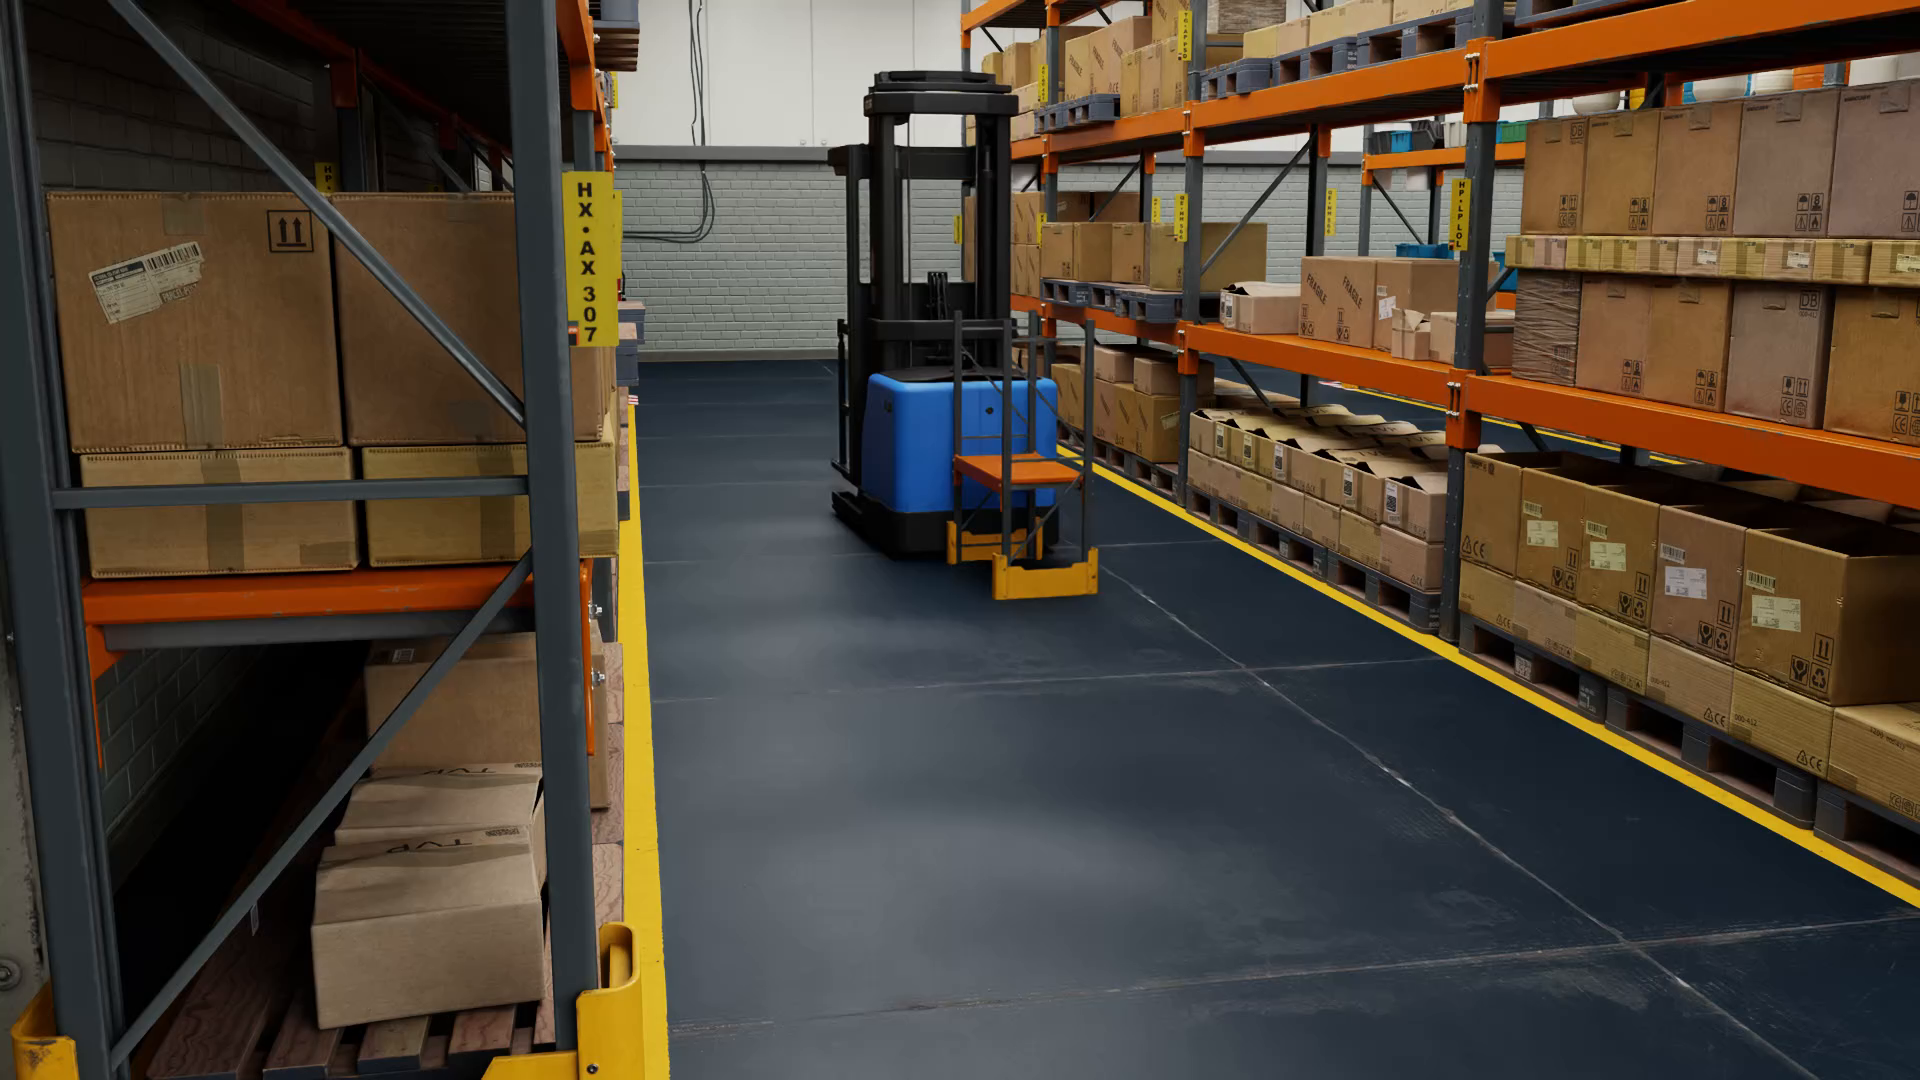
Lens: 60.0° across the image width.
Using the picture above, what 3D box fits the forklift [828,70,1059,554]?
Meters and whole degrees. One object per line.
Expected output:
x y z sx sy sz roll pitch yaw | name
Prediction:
-0.266 -1.590 11.214 1.130 2.935 3.031 -3 11 -15 | forklift

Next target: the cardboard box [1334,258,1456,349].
2.515 -1.377 9.641 0.500 0.500 0.500 -2 11 -11 | cardboard box

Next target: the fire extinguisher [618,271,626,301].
-3.920 -2.841 18.805 0.296 0.674 0.183 -2 11 -11 | fire extinguisher

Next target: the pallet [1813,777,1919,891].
3.437 0.967 5.052 1.003 0.211 1.213 -2 11 -11 | pallet

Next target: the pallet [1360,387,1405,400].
5.496 -1.856 19.881 1.003 0.211 1.213 -2 11 -11 | pallet

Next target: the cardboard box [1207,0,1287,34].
1.992 -3.826 11.809 0.500 0.500 0.500 -2 11 -11 | cardboard box

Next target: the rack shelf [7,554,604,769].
-1.621 -0.097 5.107 1.077 0.370 4.000 -2 11 -11 | rack shelf

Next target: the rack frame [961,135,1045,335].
0.515 -3.199 19.480 1.000 3.000 0.127 -2 11 -11 | rack frame

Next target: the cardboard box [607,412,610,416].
-1.130 -0.215 4.153 0.500 0.250 0.500 -2 11 -13 | cardboard box

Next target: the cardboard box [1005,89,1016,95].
0.743 -4.373 16.694 0.500 0.250 0.500 -2 11 -11 | cardboard box

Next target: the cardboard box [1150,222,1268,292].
1.838 -2.098 12.308 0.700 0.500 0.500 -6 12 -30 | cardboard box

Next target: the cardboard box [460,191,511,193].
-3.130 -2.198 11.099 0.500 0.250 0.500 -2 11 -9 | cardboard box

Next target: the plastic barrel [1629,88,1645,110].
6.529 -4.257 15.390 0.600 0.588 0.600 0 11 0 | plastic barrel

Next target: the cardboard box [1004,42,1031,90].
0.853 -4.841 17.146 0.700 0.500 0.500 -2 11 -11 | cardboard box

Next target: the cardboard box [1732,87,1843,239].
3.234 -1.327 5.909 0.700 0.500 0.500 -2 11 -11 | cardboard box

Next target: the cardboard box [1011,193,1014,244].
0.740 -3.275 16.939 0.500 0.500 0.500 -2 11 -11 | cardboard box

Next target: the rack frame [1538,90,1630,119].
6.152 -5.592 16.007 1.000 3.000 0.127 -2 11 -11 | rack frame

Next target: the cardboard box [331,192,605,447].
-1.030 -0.486 3.572 0.500 0.500 0.500 -2 11 -11 | cardboard box

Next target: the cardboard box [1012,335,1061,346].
0.862 -2.096 19.196 0.500 0.500 0.500 -2 11 -11 | cardboard box

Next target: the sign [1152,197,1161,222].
1.836 -3.055 15.627 0.100 0.325 0.005 -2 11 -11 | sign

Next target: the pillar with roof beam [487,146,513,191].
-1.495 -6.585 21.228 9.100 9.000 0.400 -2 11 -11 | pillar with roof beam

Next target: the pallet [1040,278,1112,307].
1.341 -2.220 14.852 1.003 0.211 1.213 -2 11 -11 | pallet

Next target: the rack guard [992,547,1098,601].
0.465 0.185 9.058 0.587 0.250 0.087 -3 11 -15 | rack guard

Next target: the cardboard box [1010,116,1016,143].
0.745 -4.128 16.741 0.500 0.250 0.500 -2 11 -11 | cardboard box

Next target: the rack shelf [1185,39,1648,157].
2.460 -2.485 9.631 1.077 0.370 4.000 -2 11 -11 | rack shelf

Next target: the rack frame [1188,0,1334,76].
2.071 -4.679 11.210 1.000 3.000 0.127 -2 11 -11 | rack frame

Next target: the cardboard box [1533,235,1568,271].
2.760 -1.263 7.309 0.380 0.149 0.250 -2 11 -10 | cardboard box

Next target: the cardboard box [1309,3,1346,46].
2.434 -3.056 9.984 0.500 0.250 0.500 -2 11 -12 | cardboard box

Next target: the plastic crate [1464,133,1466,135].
5.531 -4.208 17.465 0.293 0.136 0.466 -2 11 -11 | plastic crate

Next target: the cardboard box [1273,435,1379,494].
2.192 -0.472 9.884 0.500 0.311 0.500 -2 11 -12 | cardboard box

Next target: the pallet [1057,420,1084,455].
1.488 -0.947 15.110 1.003 0.211 1.213 -2 11 -11 | pallet

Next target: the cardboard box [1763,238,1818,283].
3.062 -0.980 5.818 0.380 0.149 0.250 -2 11 -12 | cardboard box

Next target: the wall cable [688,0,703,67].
-2.440 -8.069 23.822 3.097 2.526 0.112 -2 11 -11 | wall cable

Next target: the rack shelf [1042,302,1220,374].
1.682 -1.745 13.765 1.077 0.370 4.000 -2 11 -11 | rack shelf

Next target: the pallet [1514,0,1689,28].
3.040 -2.272 6.827 1.003 0.211 1.213 -2 11 -11 | pallet

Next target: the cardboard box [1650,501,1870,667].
2.925 0.150 6.113 0.500 0.500 0.500 -2 11 -11 | cardboard box

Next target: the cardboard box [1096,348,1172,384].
1.440 -1.449 13.788 0.500 0.250 0.500 -2 11 -12 | cardboard box

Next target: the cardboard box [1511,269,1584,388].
2.941 -0.966 7.481 0.700 0.500 0.500 -2 11 -12 | cardboard box

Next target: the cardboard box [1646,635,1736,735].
2.929 0.518 6.183 0.500 0.250 0.500 -2 11 -11 | cardboard box

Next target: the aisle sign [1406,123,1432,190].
5.648 -4.679 20.305 0.394 0.787 0.004 -2 11 -11 | aisle sign

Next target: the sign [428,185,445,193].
-3.332 -2.099 10.603 0.100 0.325 0.005 -2 11 -11 | sign

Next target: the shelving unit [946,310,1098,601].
0.337 -0.519 9.414 0.587 1.500 1.083 -3 11 -15 | shelving unit

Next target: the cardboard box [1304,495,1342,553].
2.287 -0.106 9.459 0.500 0.250 0.500 -2 11 -10 | cardboard box

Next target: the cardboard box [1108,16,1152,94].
1.580 -3.904 13.503 0.600 0.600 0.600 -3 11 -13 | cardboard box

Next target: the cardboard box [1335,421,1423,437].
2.617 -0.588 10.492 0.500 0.311 0.500 -2 11 -11 | cardboard box

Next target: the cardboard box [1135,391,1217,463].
1.658 -0.883 12.820 0.500 0.500 0.500 -2 11 -9 | cardboard box

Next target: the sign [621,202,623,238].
-3.035 -2.836 14.688 0.100 0.325 0.005 -2 11 -11 | sign

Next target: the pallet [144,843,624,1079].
-1.370 1.122 4.236 1.003 0.211 1.213 -2 11 -11 | pallet
